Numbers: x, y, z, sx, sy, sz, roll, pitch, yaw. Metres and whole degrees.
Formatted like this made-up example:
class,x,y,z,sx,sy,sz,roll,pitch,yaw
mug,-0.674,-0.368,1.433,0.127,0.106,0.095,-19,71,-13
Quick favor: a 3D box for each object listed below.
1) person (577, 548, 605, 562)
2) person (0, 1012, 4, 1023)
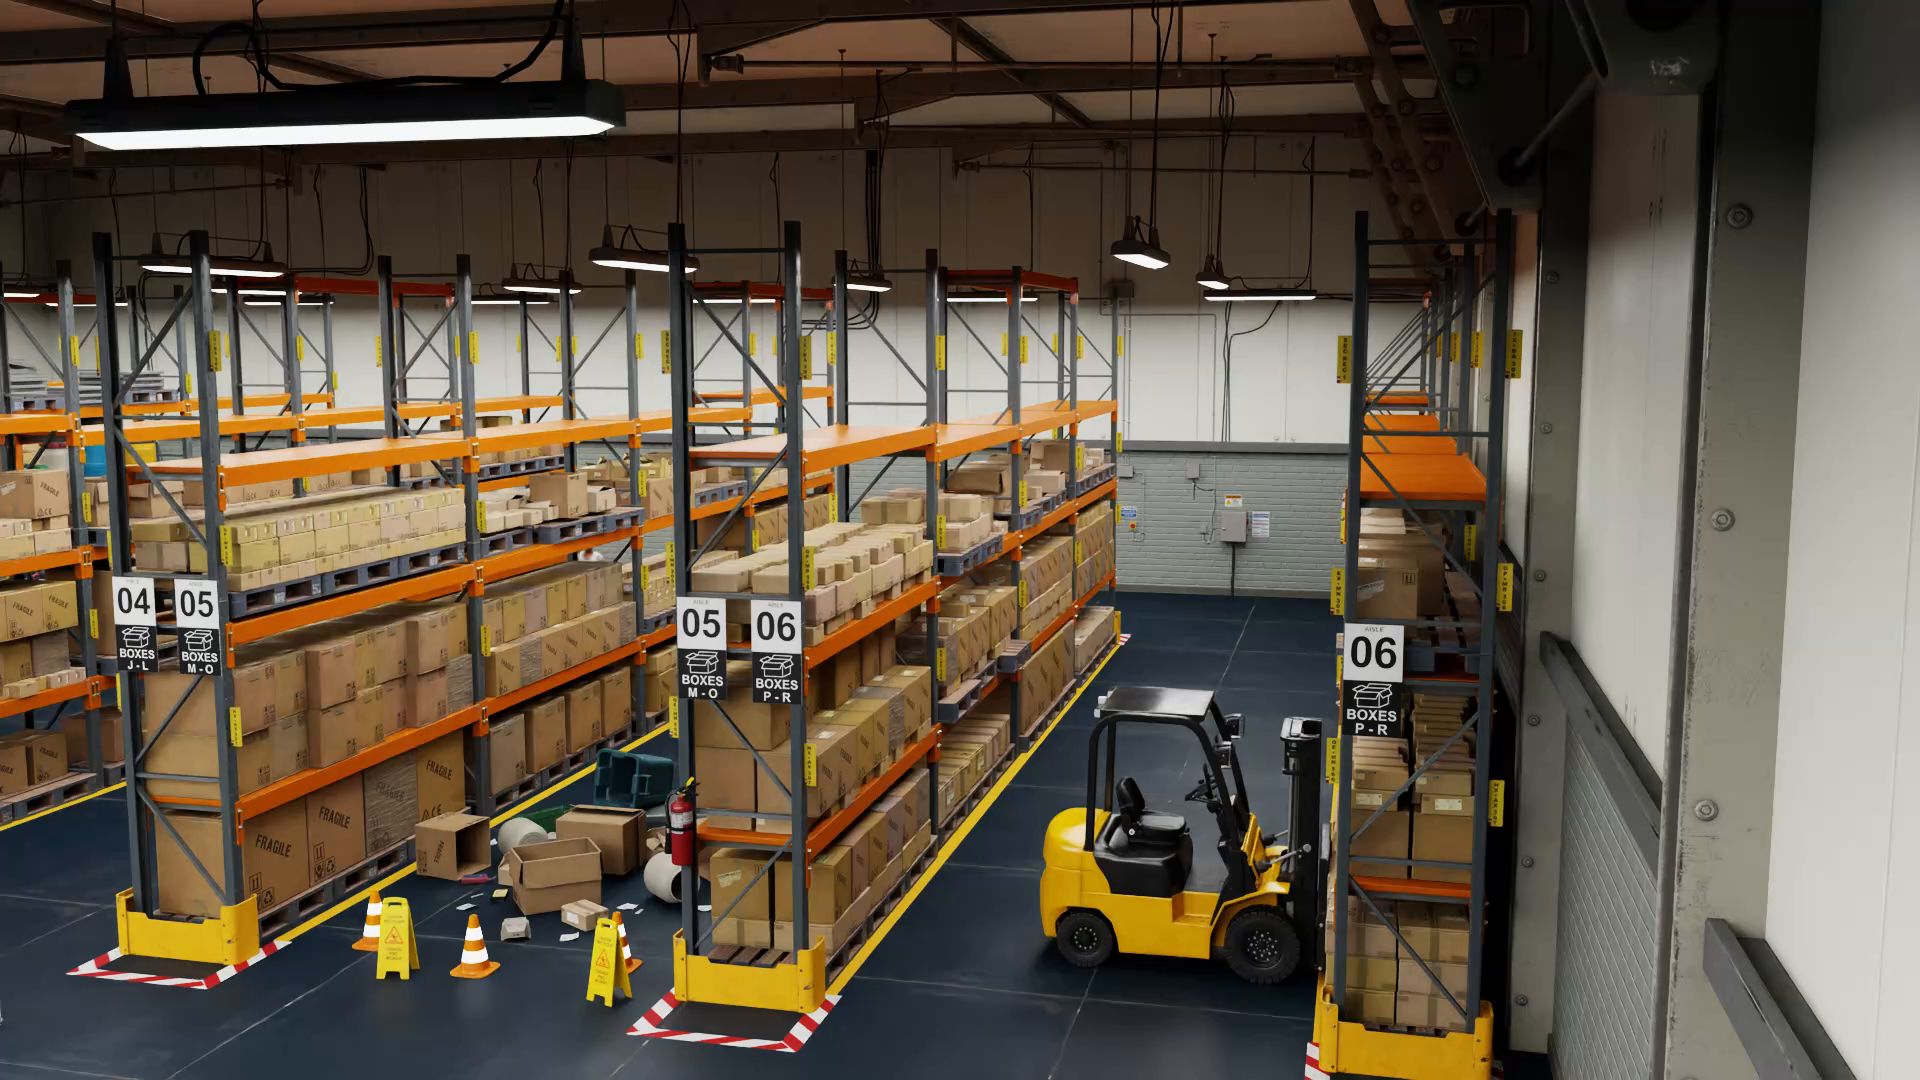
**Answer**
class,x,y,z,sx,sy,sz,roll,pitch,yaw
person,-6.438,0.790,28.677,0.527,1.725,1.059,2,7,16
person,-7.547,2.855,12.306,0.781,1.658,0.488,2,7,14
